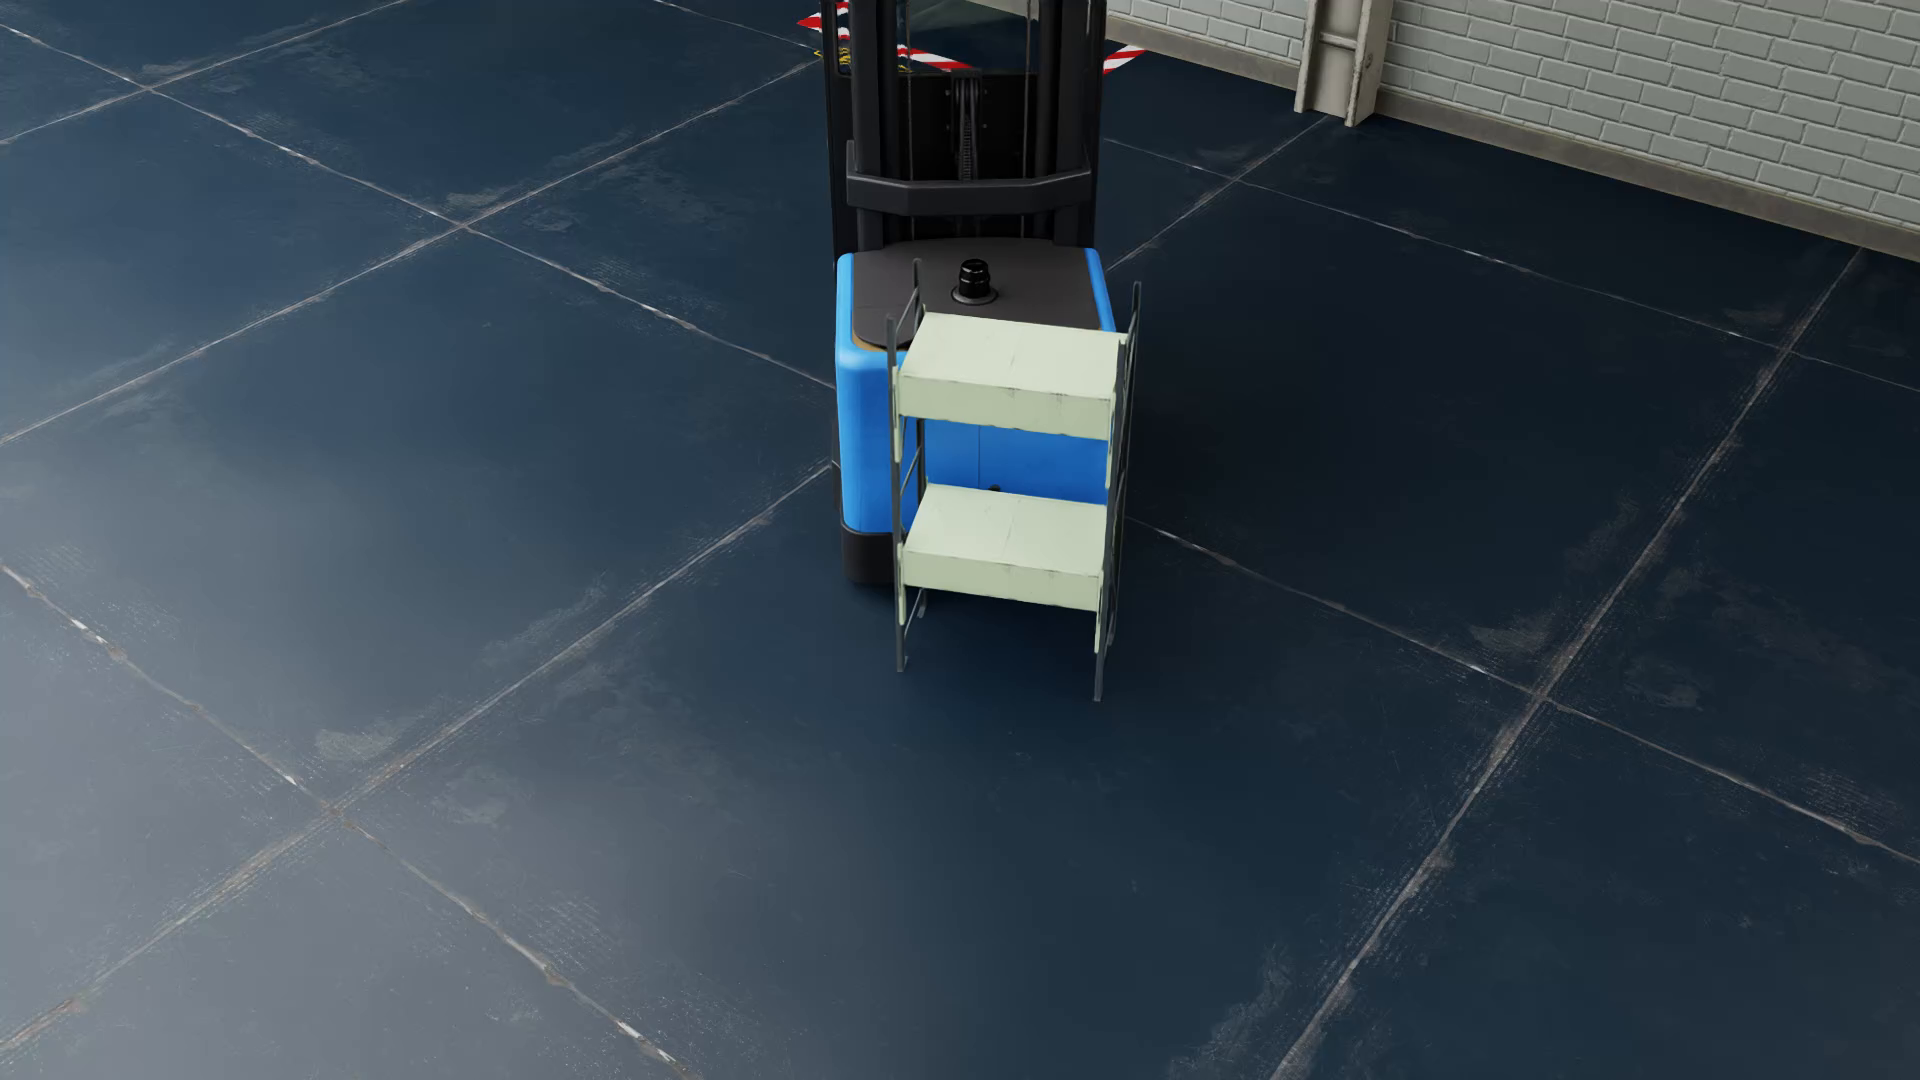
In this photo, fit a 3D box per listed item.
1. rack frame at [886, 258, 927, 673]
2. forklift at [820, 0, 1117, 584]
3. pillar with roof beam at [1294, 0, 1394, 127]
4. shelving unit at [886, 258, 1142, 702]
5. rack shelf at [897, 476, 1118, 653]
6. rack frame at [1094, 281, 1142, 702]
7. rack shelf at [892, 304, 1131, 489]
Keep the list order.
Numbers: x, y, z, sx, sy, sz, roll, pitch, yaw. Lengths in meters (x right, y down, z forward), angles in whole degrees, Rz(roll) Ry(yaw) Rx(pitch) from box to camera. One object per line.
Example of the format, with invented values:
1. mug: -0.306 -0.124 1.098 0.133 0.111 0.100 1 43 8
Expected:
1. rack frame: -0.179 -0.222 5.817 0.023 1.500 0.400 8 39 10
2. forklift: 0.001 -1.872 6.763 1.130 2.935 3.031 -2 38 -2
3. pillar with roof beam: -0.346 -4.038 4.608 0.400 9.000 9.100 25 45 29
4. shelving unit: 0.178 -0.174 5.756 0.755 1.500 0.431 8 39 10
5. rack shelf: 0.178 0.082 5.957 0.720 0.370 0.431 8 39 10
6. rack frame: 0.536 -0.127 5.695 0.023 1.500 0.400 8 39 10
7. rack shelf: 0.178 -0.482 5.515 0.720 0.370 0.431 8 39 10
